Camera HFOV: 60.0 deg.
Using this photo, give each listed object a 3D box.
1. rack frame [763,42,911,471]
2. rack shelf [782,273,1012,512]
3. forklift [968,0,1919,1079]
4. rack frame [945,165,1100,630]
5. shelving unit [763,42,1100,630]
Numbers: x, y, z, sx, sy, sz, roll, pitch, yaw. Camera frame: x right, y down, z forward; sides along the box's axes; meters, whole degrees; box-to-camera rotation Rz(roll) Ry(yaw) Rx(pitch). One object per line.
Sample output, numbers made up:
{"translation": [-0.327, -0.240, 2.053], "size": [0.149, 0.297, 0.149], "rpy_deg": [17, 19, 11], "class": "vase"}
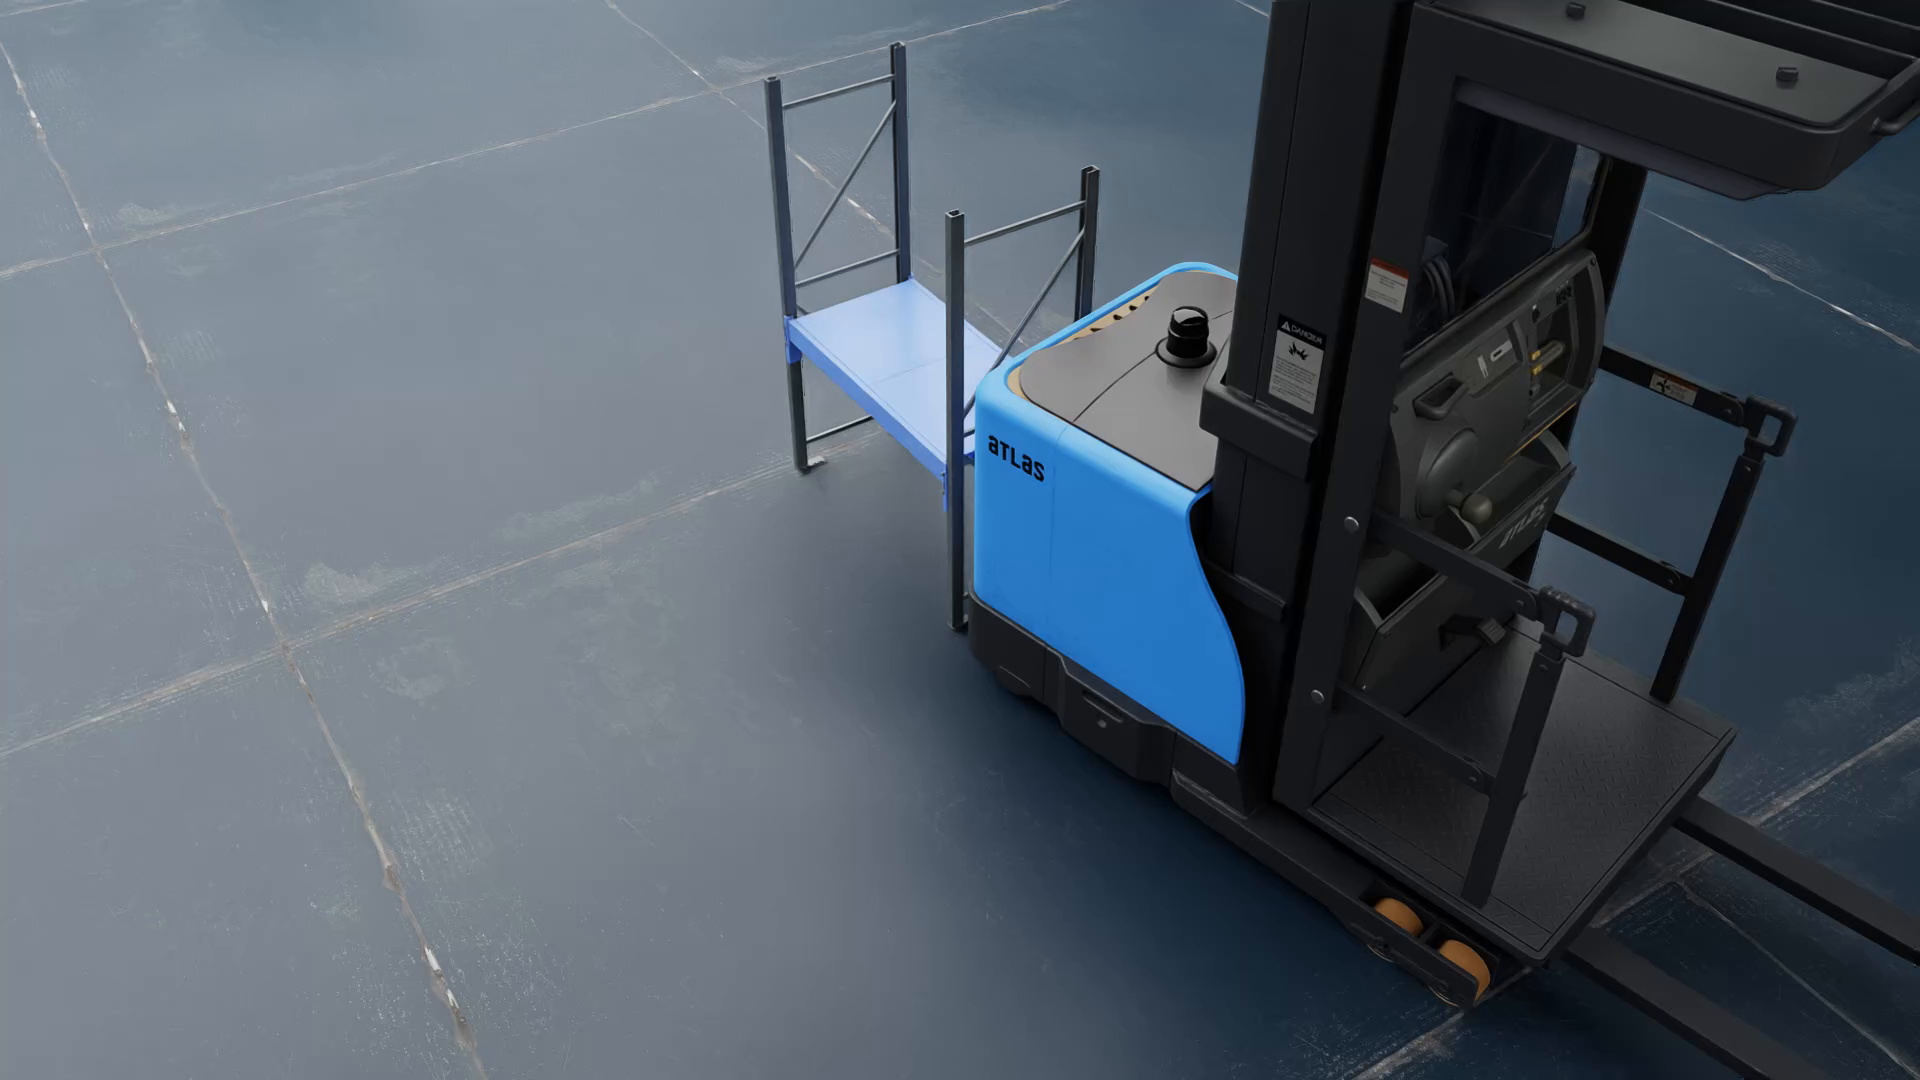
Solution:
{"translation": [-0.389, -0.923, 5.686], "size": [0.500, 1.500, 0.032], "rpy_deg": [-23, 45, -25], "class": "rack frame"}
{"translation": [-0.107, -0.514, 5.476], "size": [0.538, 0.185, 1.000], "rpy_deg": [-23, 45, -25], "class": "rack shelf"}
{"translation": [1.429, -0.302, 3.823], "size": [3.031, 2.935, 1.130], "rpy_deg": [32, 49, 33], "class": "forklift"}
{"translation": [0.176, -0.381, 5.036], "size": [0.500, 1.500, 0.032], "rpy_deg": [-23, 45, -25], "class": "rack frame"}
{"translation": [-0.107, -0.652, 5.361], "size": [0.538, 1.500, 1.048], "rpy_deg": [-23, 45, -25], "class": "shelving unit"}
